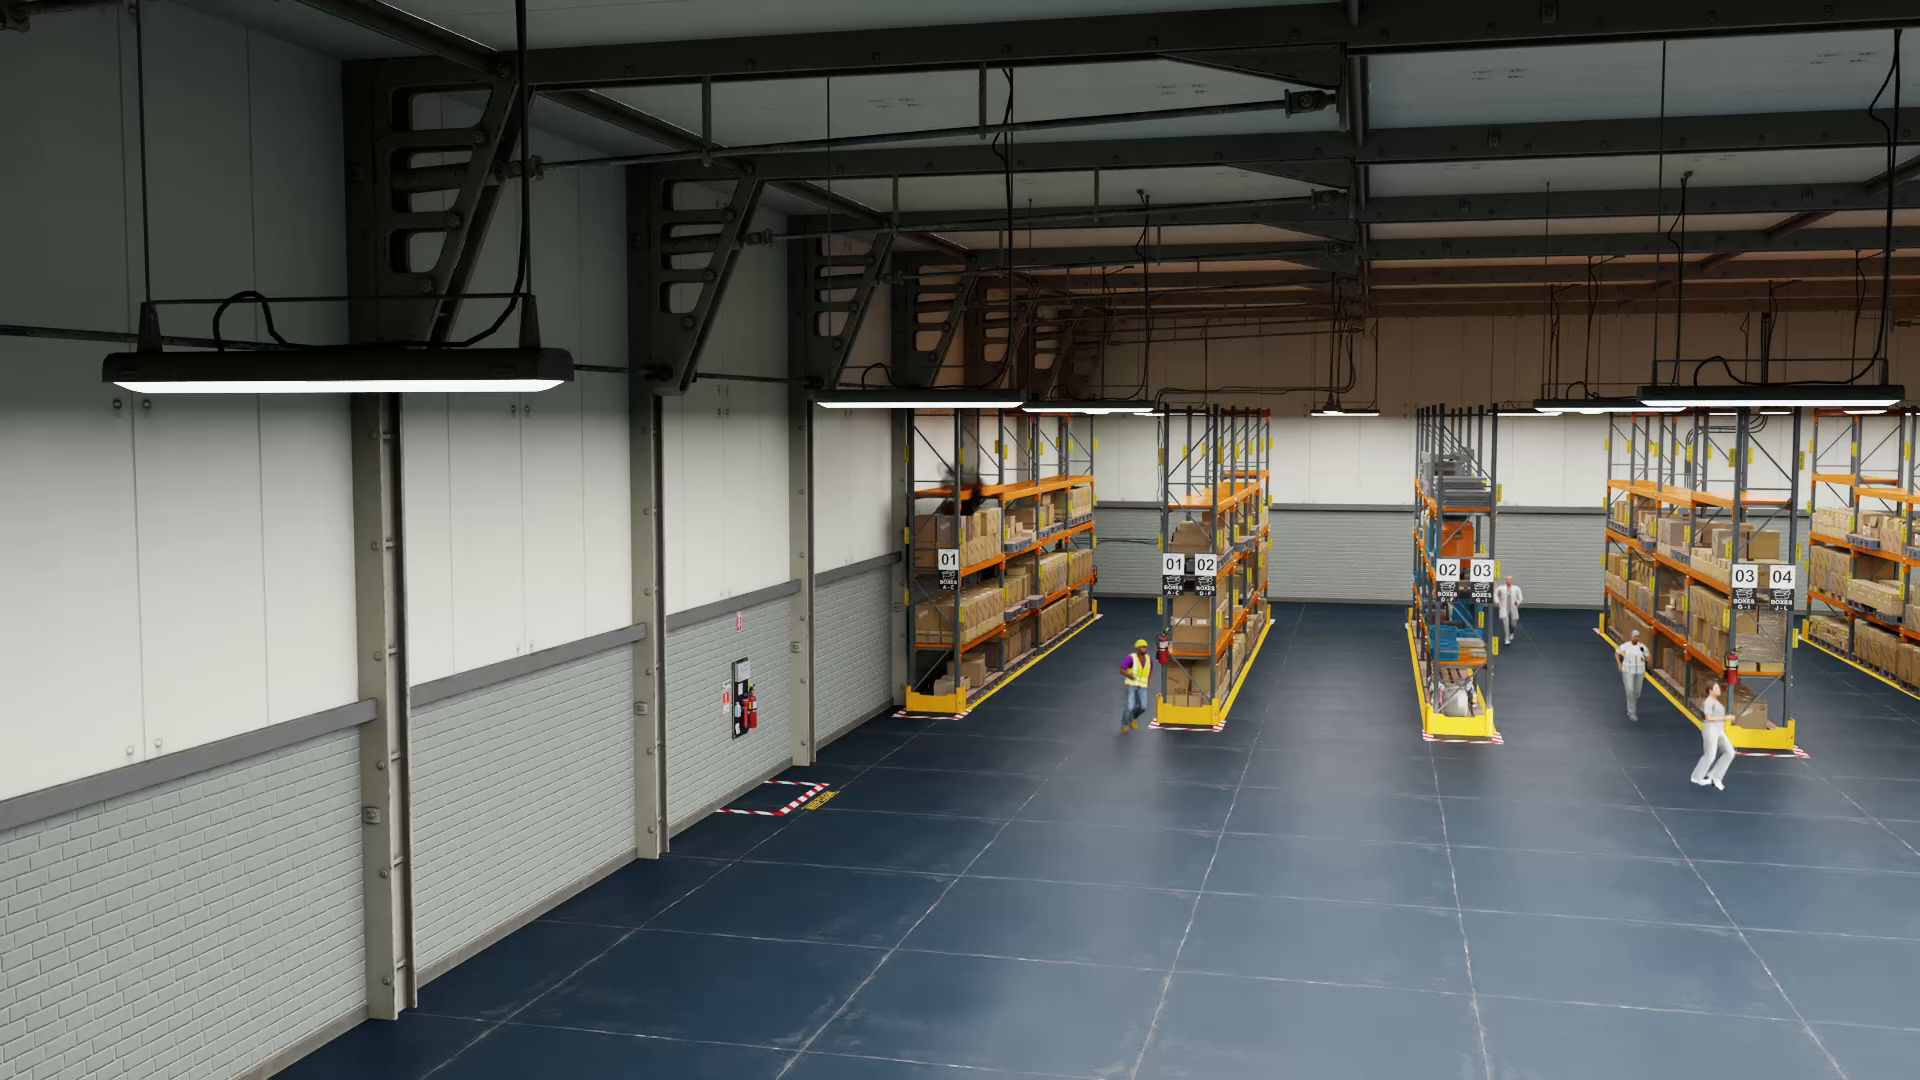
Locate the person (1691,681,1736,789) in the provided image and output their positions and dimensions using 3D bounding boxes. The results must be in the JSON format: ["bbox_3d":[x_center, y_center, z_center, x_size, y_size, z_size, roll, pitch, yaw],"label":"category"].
[{"bbox_3d":[11.679,3.021,25.728,0.545,1.695,0.662,-4,6,-43],"label":"person"}]

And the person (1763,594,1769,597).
[{"bbox_3d":[20.703,1.681,43.353,0.971,1.739,0.771,-4,6,-44],"label":"person"}]

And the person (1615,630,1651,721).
[{"bbox_3d":[12.894,2.557,31.833,0.598,1.678,0.918,0,4,4],"label":"person"}]

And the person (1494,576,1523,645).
[{"bbox_3d":[13.945,1.774,42.326,0.715,1.733,0.812,1,4,14],"label":"person"}]

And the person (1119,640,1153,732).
[{"bbox_3d":[3.260,2.658,30.318,0.701,1.687,0.562,-1,4,-15],"label":"person"}]
